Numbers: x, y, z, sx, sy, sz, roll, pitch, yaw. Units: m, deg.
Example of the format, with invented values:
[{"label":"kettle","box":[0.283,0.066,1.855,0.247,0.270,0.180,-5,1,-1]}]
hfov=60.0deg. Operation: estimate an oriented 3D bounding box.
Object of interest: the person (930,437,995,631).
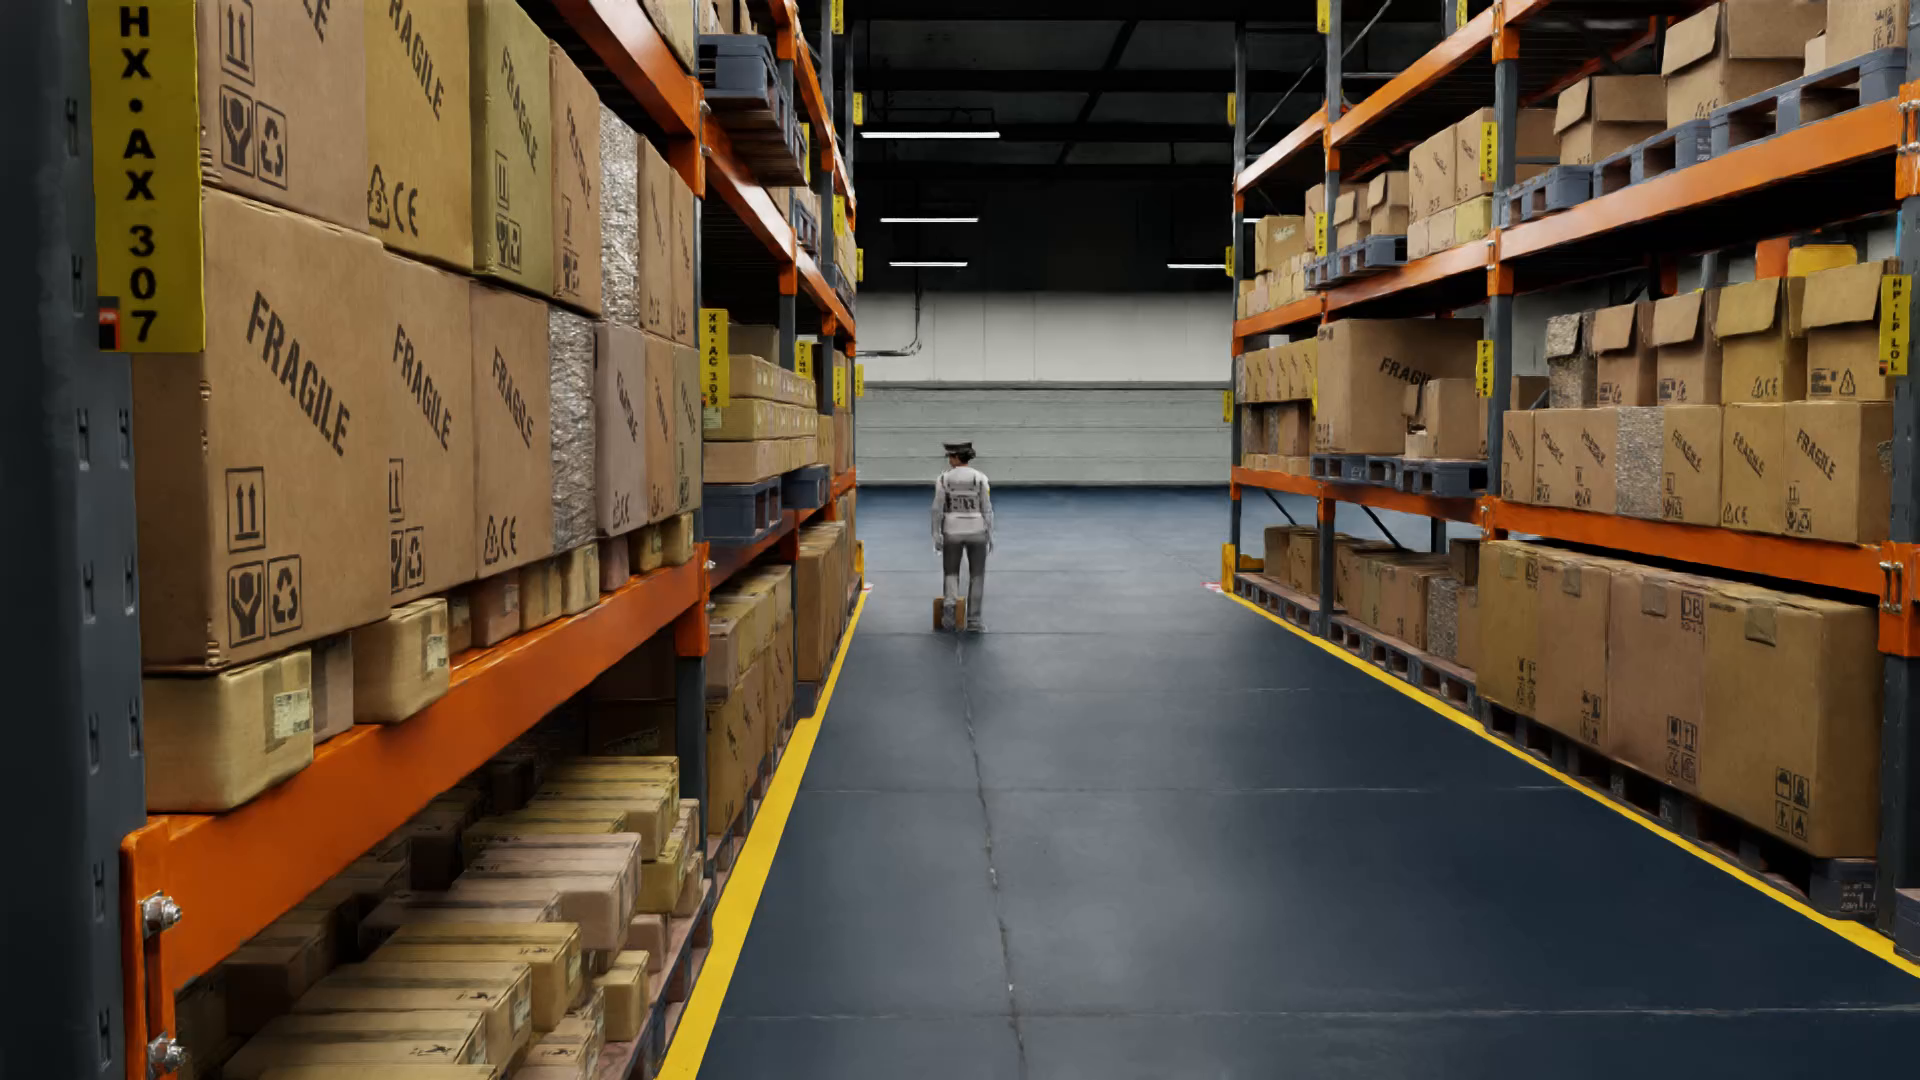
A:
[{"label":"person","box":[0.029,-0.029,13.756,0.515,1.634,0.654,1,4,11]}]
